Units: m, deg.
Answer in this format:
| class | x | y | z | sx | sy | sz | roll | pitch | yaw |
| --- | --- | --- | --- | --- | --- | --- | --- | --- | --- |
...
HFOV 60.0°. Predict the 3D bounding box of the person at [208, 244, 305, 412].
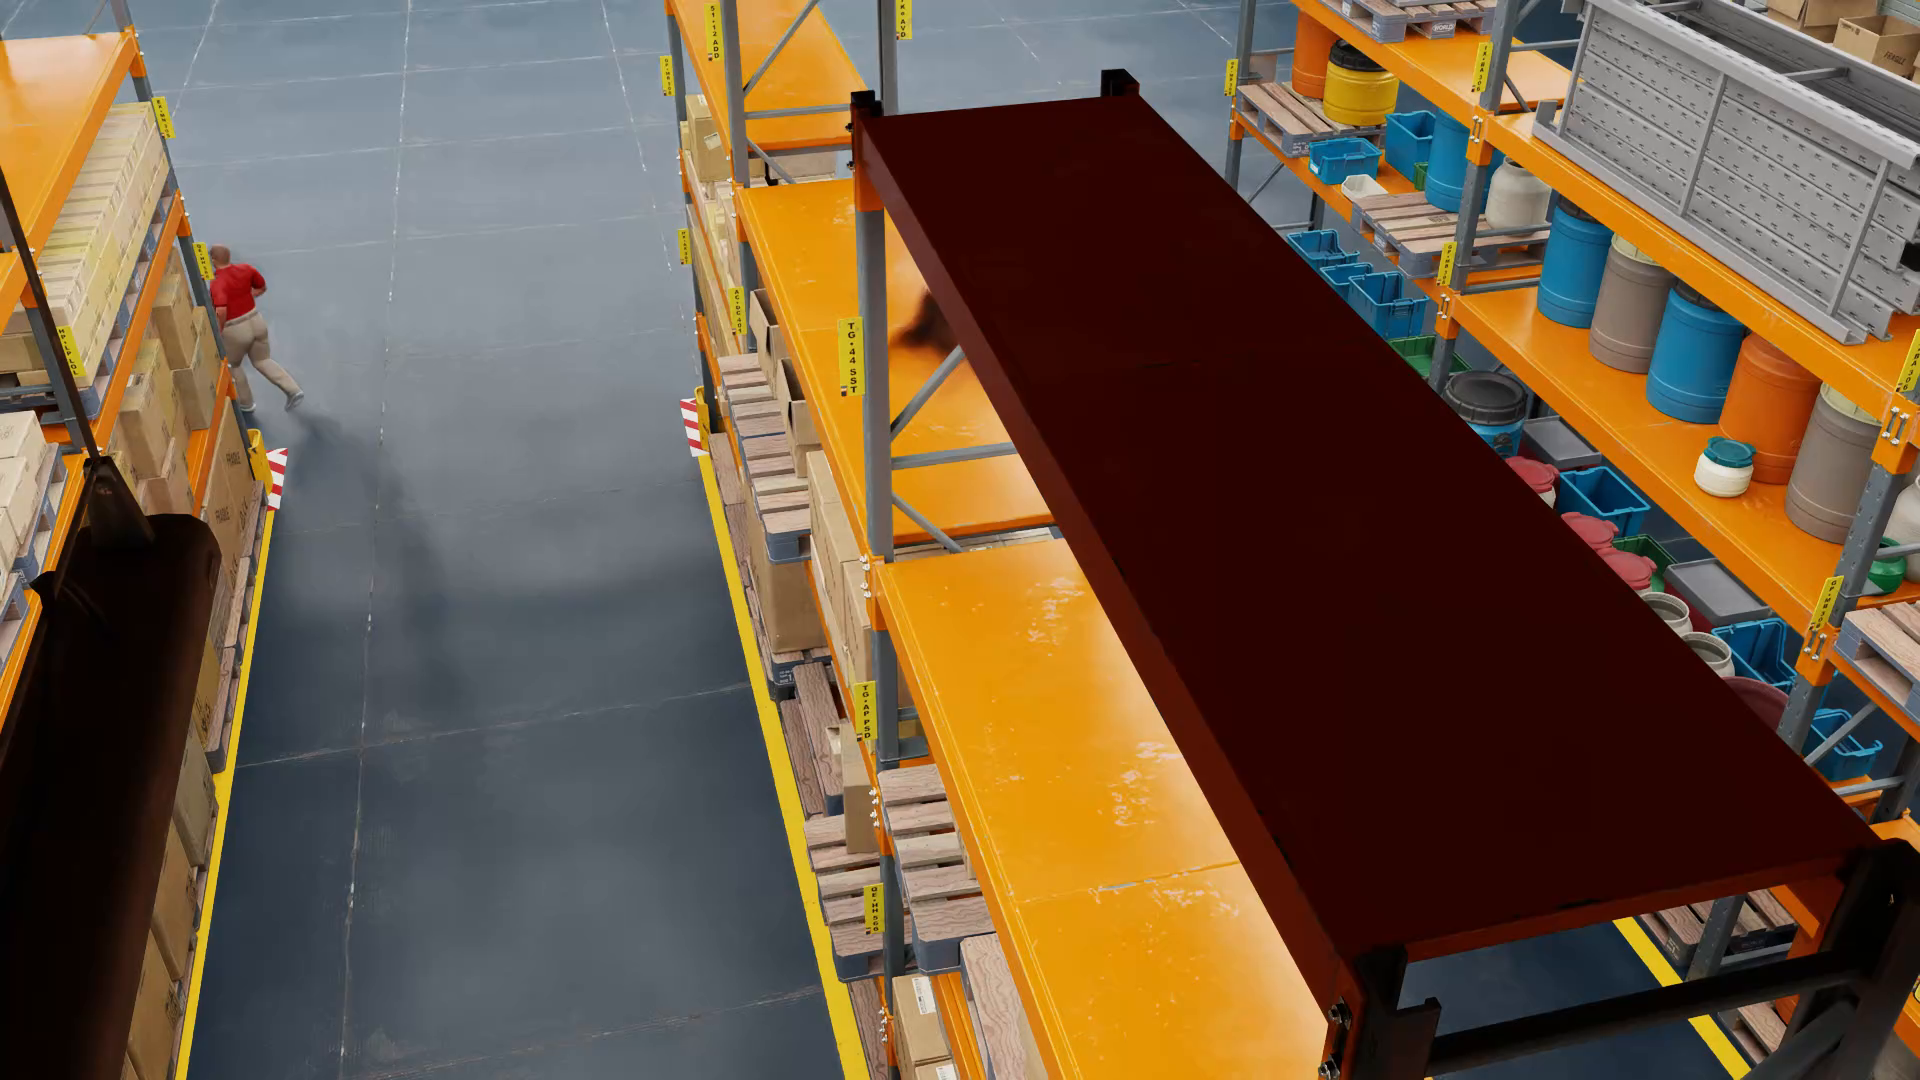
| class | x | y | z | sx | sy | sz | roll | pitch | yaw |
| --- | --- | --- | --- | --- | --- | --- | --- | --- | --- |
| person | -6.605 | -1.924 | 15.377 | 0.853 | 1.730 | 0.677 | 16 | 38 | 22 |
